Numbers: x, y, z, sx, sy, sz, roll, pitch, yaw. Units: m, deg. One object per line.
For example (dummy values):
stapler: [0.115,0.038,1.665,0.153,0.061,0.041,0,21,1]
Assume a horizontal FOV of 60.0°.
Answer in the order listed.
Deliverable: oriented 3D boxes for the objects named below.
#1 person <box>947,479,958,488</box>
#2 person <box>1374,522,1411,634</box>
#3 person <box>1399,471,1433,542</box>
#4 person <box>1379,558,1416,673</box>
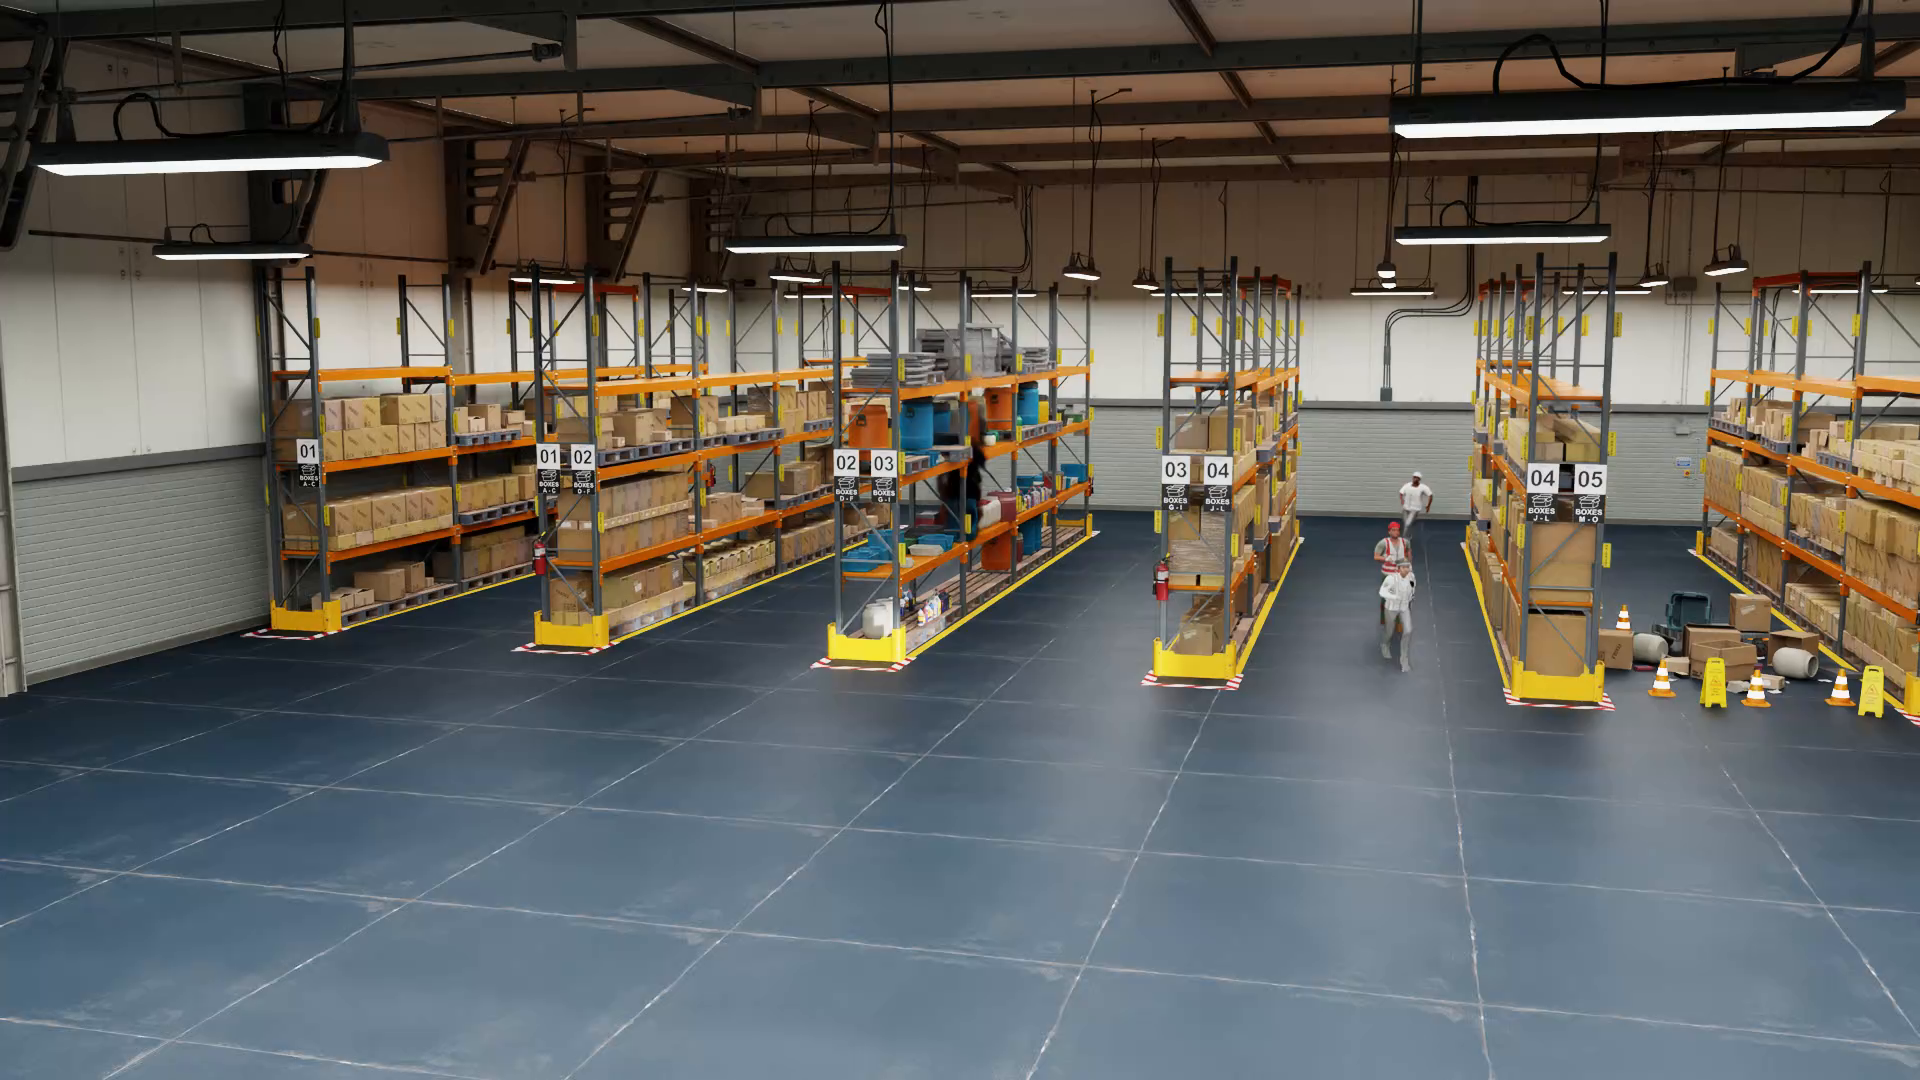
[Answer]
person: [-0.126,-0.496,36.653,0.608,1.705,0.833,3,8,22]
person: [7.192,0.611,27.640,0.681,1.853,0.795,0,7,2]
person: [10.318,-0.697,37.943,0.759,1.726,0.935,6,10,40]
person: [6.480,1.062,24.697,0.612,1.695,0.992,0,7,-2]
